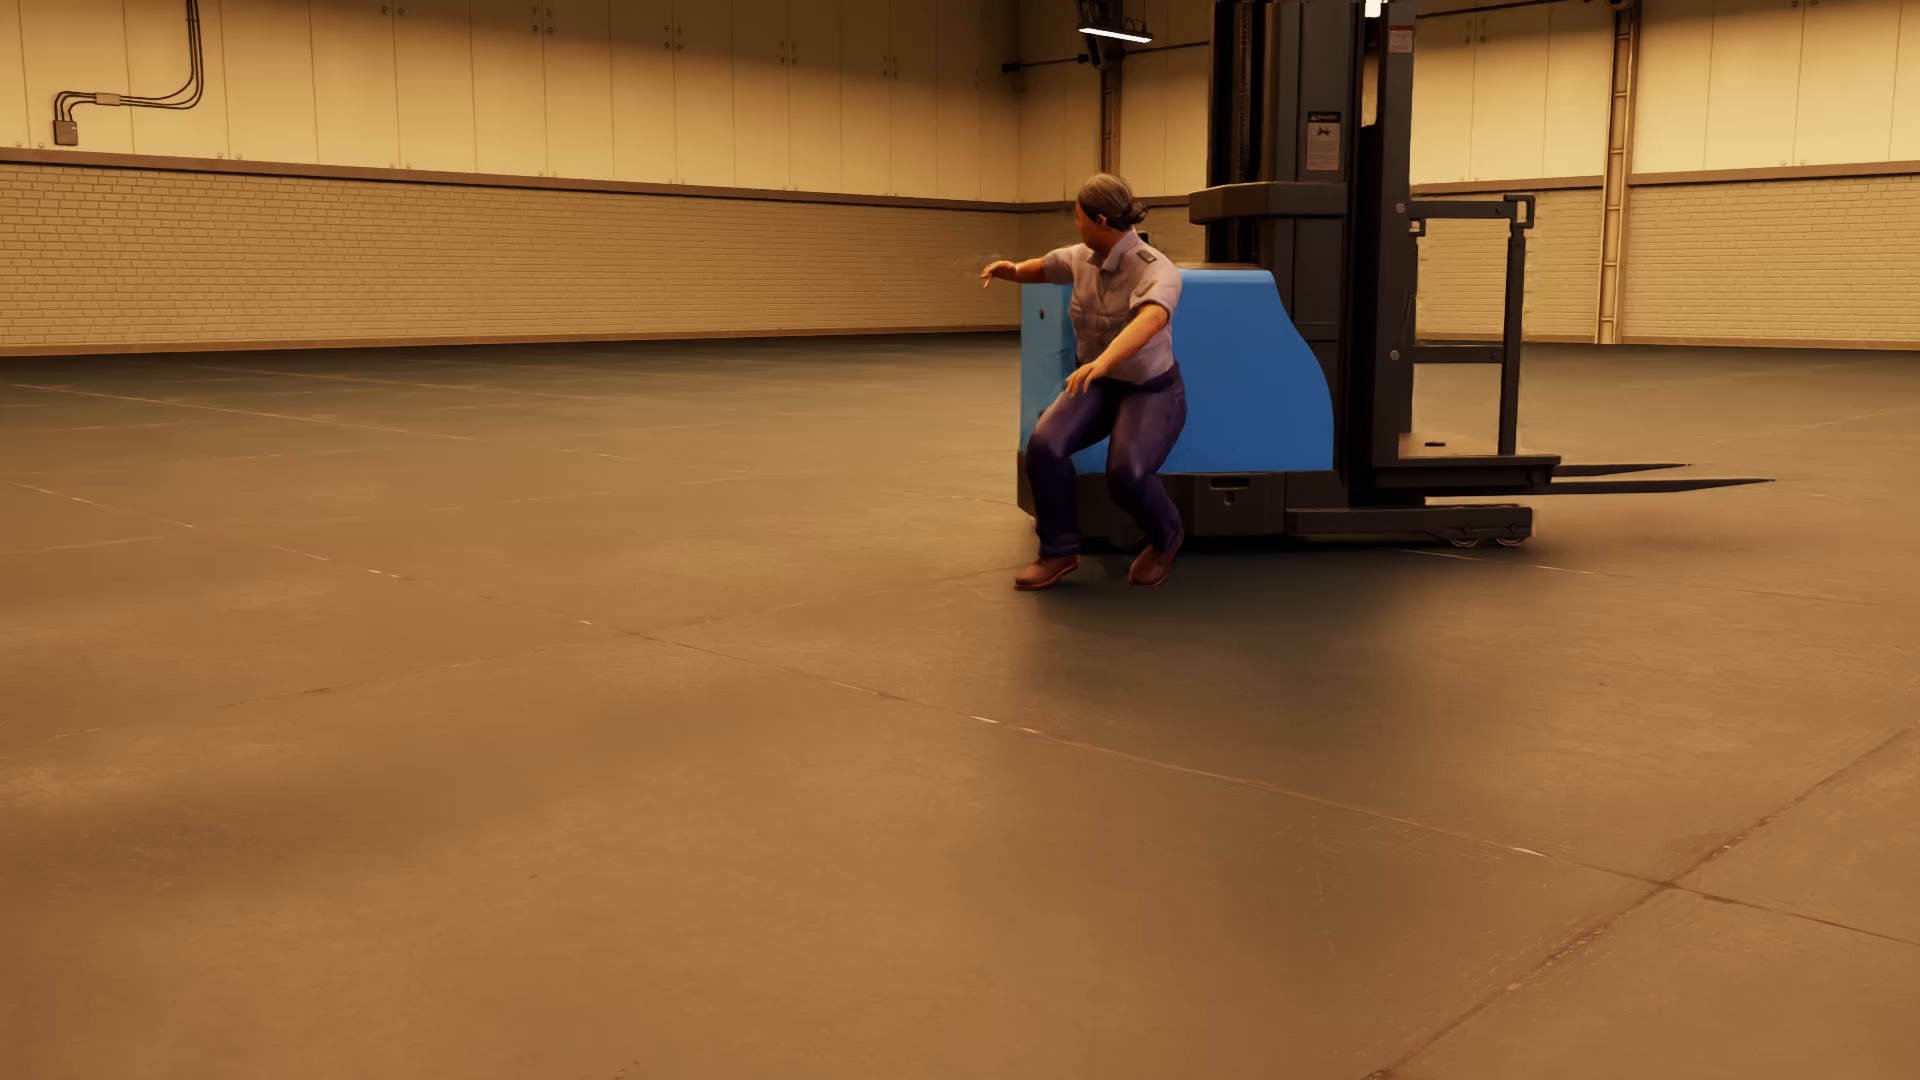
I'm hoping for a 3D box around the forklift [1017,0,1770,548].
[{"bbox_3d":[1.808,-1.494,6.798,3.031,2.935,1.130,-1,9,-8],"label":"forklift"}]

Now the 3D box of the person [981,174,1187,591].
[{"bbox_3d":[0.399,-0.503,5.496,0.730,1.386,0.922,6,11,36],"label":"person"}]
